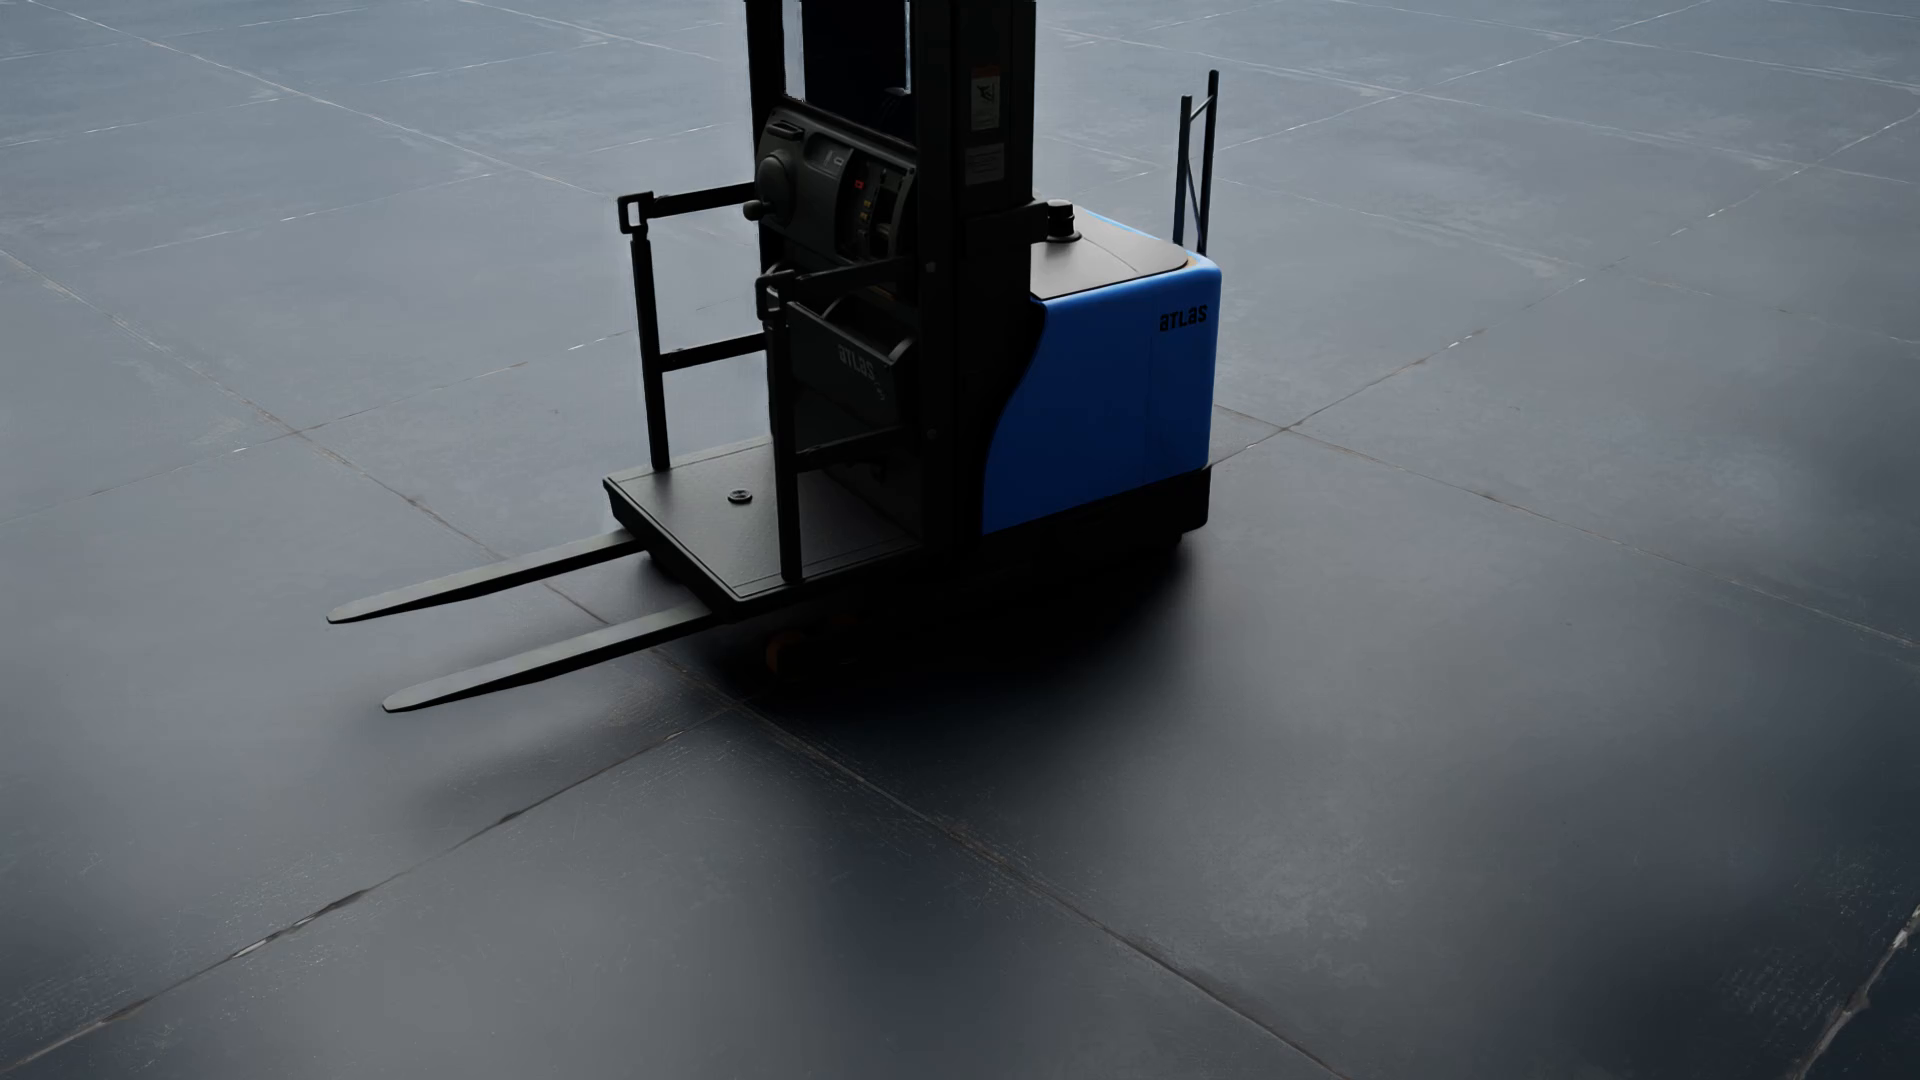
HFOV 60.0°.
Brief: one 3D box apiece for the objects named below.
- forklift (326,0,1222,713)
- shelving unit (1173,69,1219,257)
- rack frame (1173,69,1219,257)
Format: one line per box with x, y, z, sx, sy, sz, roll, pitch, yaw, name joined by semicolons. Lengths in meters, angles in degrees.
-0.582;-1.119;5.228;3.031;2.935;1.130;-17;32;-29;forklift
0.443;-1.165;6.852;1.048;1.500;0.538;10;29;18;shelving unit
0.919;-1.082;6.694;0.032;1.500;0.500;10;29;18;rack frame
